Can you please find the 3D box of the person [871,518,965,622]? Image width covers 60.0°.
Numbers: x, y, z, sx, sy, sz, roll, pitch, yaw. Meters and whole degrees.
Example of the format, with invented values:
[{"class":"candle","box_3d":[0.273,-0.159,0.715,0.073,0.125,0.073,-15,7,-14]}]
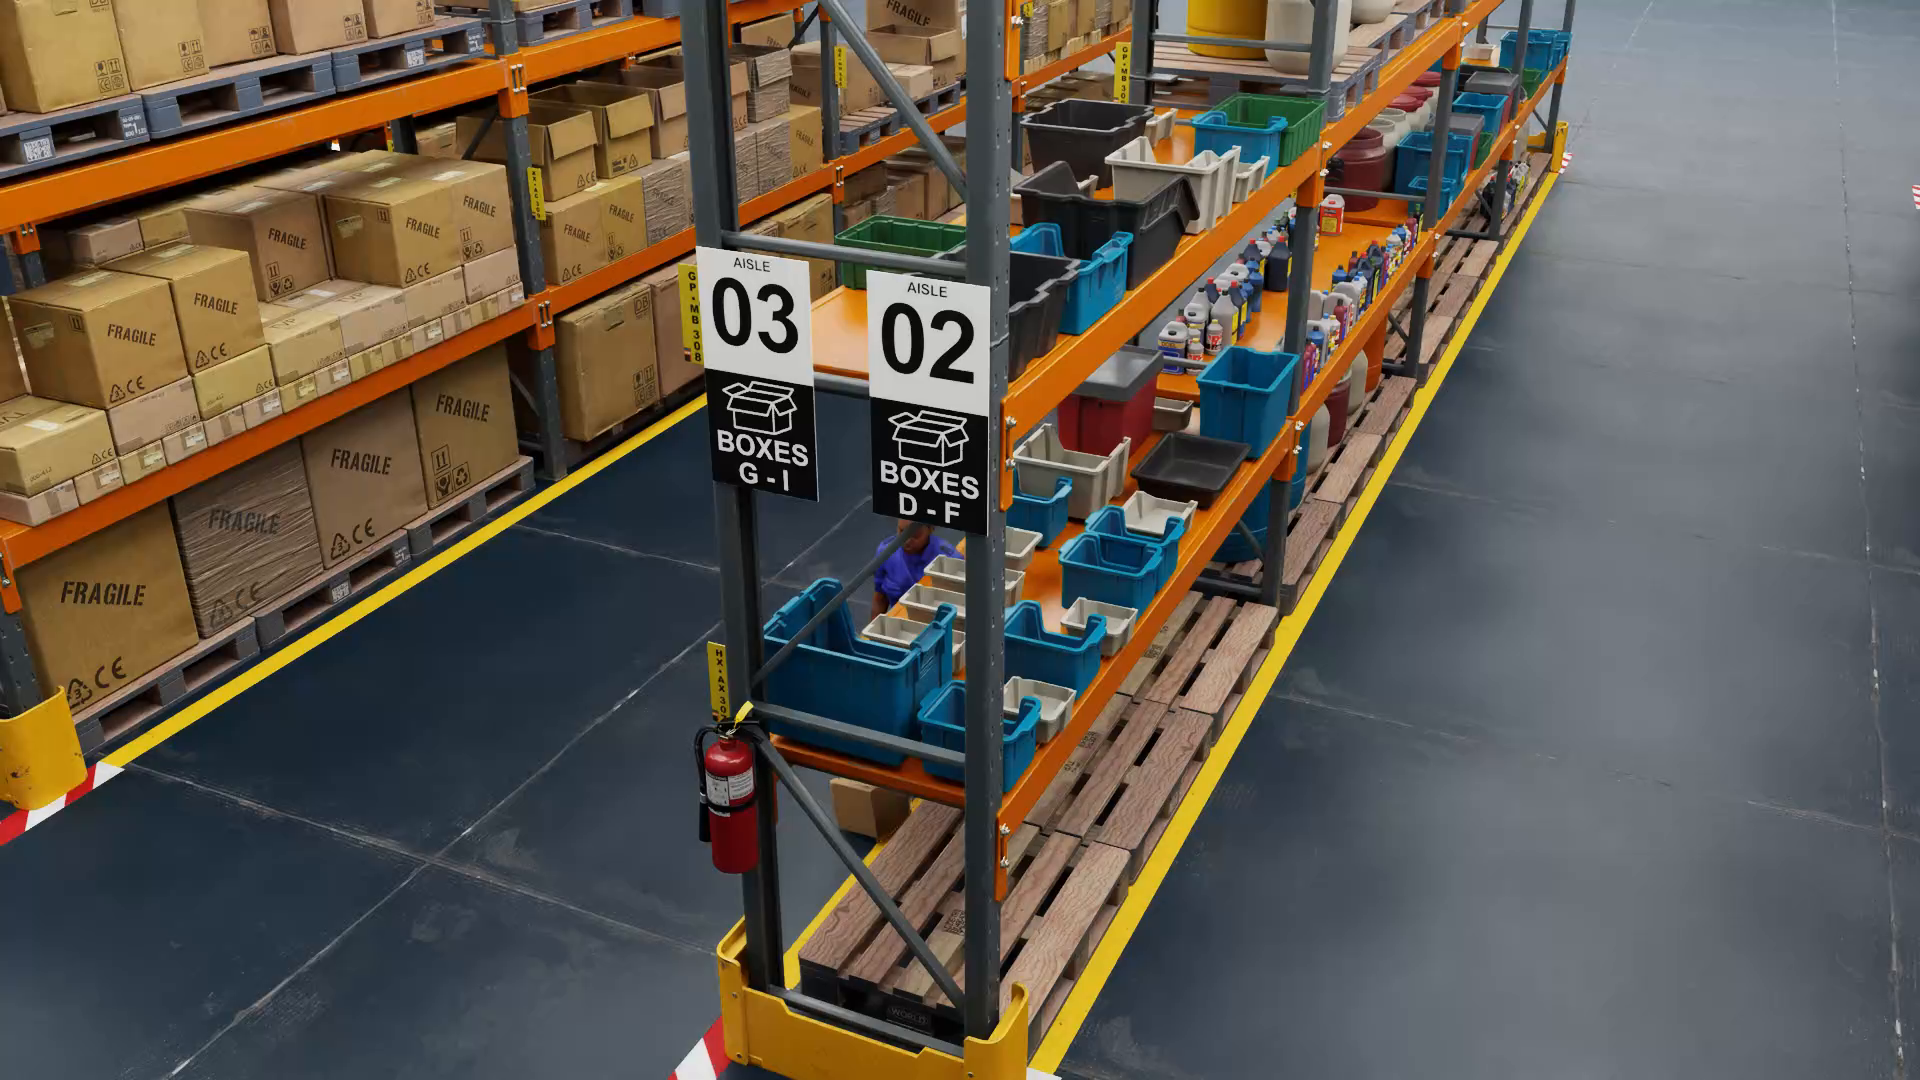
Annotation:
[{"class":"person","box_3d":[-0.197,0.522,7.563,0.508,1.654,0.346,10,28,20]}]
